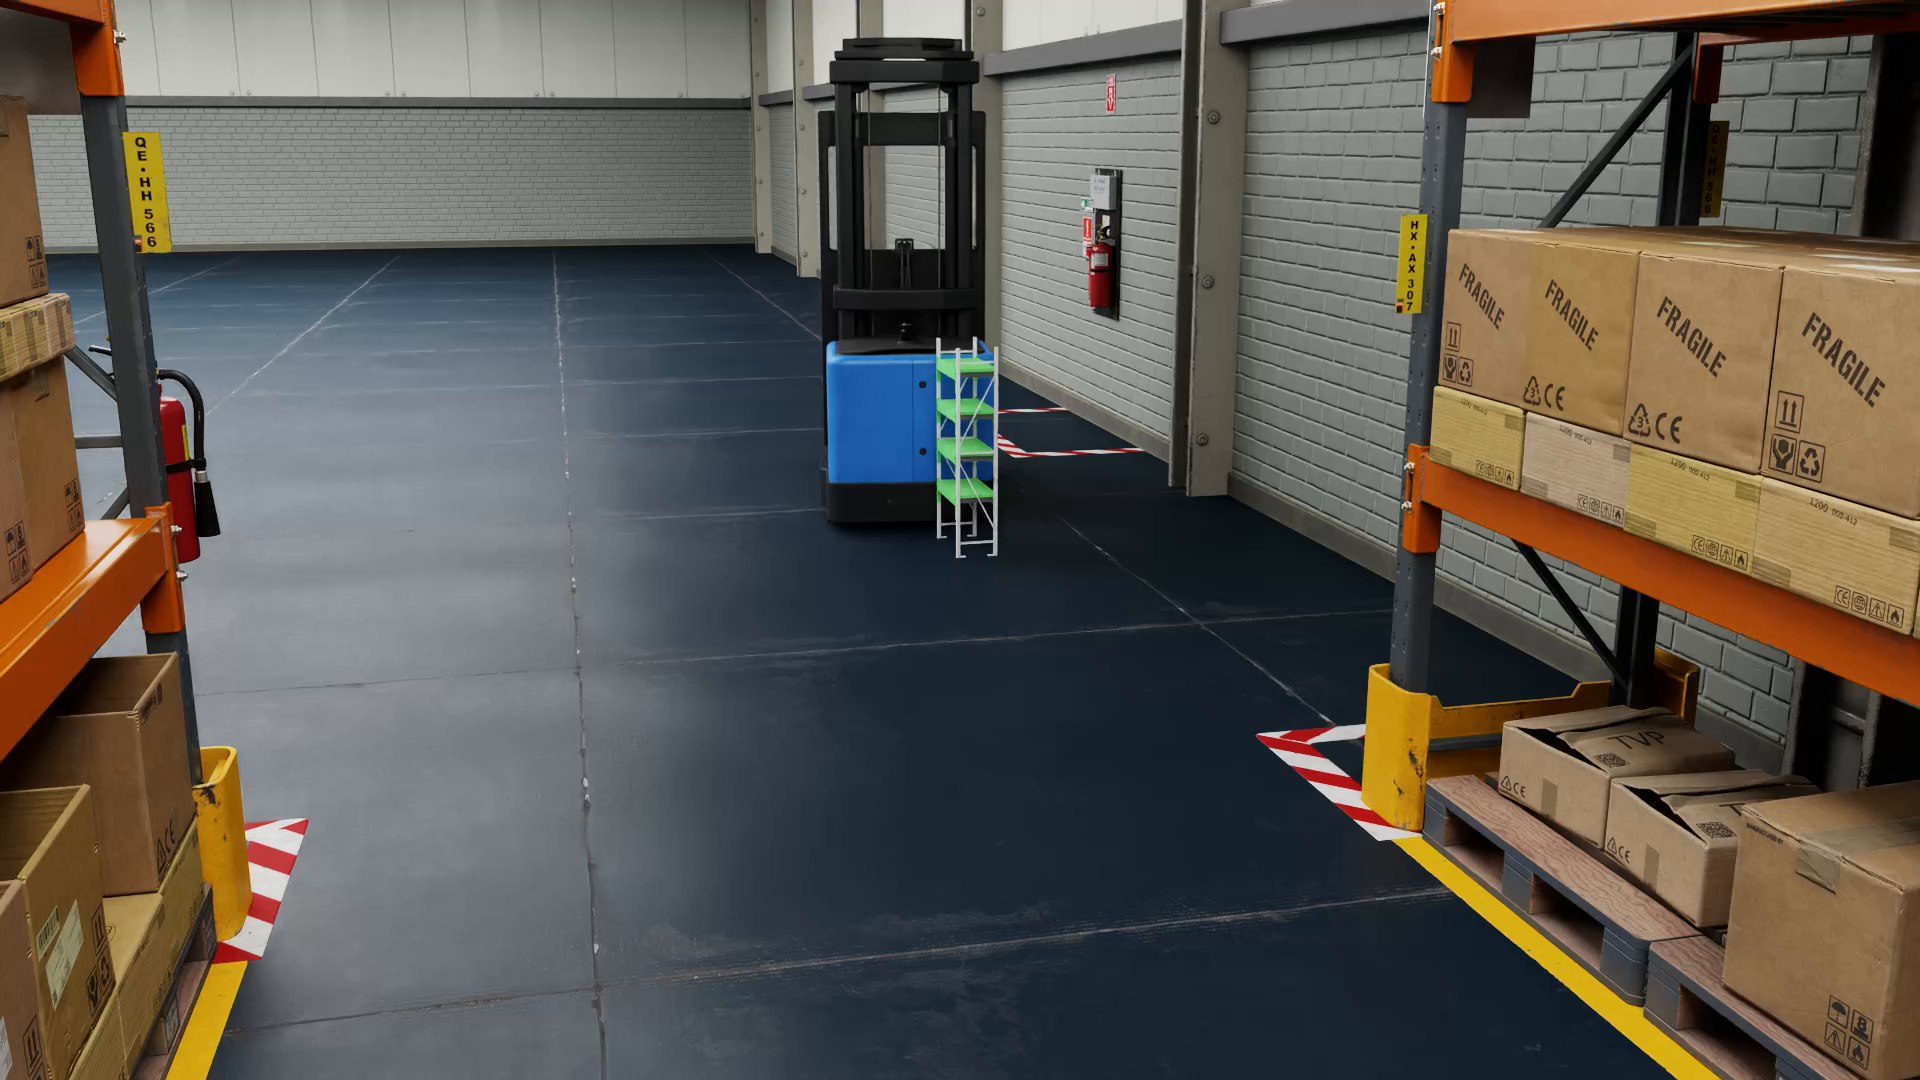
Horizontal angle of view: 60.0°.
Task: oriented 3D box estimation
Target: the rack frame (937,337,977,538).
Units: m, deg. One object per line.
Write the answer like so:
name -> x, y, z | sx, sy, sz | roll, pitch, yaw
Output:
rack frame -> -0.018, -0.601, 9.859 | 0.240, 1.200, 0.015 | -3, 14, -13

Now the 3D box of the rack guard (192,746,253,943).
rack guard -> -2.782, 0.955, 4.965 | 1.175, 0.500, 0.348 | -3, 14, -13

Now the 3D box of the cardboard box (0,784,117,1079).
cardboard box -> -2.112, 0.851, 3.454 | 0.500, 0.500, 0.500 | -3, 14, -13

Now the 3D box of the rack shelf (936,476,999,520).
rack shelf -> 0.039, -0.249, 9.700 | 0.258, 0.148, 0.480 | -3, 14, -13

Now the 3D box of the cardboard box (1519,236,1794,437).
cardboard box -> 1.964, -0.591, 4.718 | 0.500, 0.500, 0.500 | -3, 14, -13

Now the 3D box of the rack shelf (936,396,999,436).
rack shelf -> 0.039, -0.716, 9.587 | 0.258, 0.148, 0.480 | -3, 14, -13

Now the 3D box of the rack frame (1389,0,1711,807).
rack frame -> 2.038, -0.531, 5.780 | 1.000, 3.000, 0.127 | -3, 14, -13

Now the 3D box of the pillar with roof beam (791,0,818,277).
pillar with roof beam -> -6.778, -8.629, 26.284 | 9.100, 9.000, 0.400 | -3, 14, -13

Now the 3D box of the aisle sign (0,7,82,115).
aisle sign -> -2.506, -1.548, 4.466 | 0.394, 0.787, 0.004 | -3, 14, -13

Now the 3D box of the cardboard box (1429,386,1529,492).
cardboard box -> 1.844, -0.337, 5.262 | 0.500, 0.250, 0.500 | -4, 14, -15

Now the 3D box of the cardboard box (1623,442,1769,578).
cardboard box -> 2.093, -0.101, 4.292 | 0.500, 0.250, 0.500 | -4, 14, -14

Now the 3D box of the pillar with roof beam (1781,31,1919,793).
pillar with roof beam -> -1.142, -3.092, 3.622 | 9.100, 9.000, 0.400 | -3, 14, -13

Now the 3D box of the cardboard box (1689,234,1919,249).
cardboard box -> 2.464, -0.618, 4.832 | 0.500, 0.500, 0.500 | -3, 14, -12

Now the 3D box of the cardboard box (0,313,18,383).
cardboard box -> -2.379, -0.421, 3.751 | 0.380, 0.149, 0.250 | -3, 14, -14

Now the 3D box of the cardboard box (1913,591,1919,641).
cardboard box -> 2.329, 0.132, 3.340 | 0.500, 0.250, 0.500 | -3, 14, -13

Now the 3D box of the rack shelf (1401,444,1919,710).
rack shelf -> 2.507, 0.280, 3.976 | 1.077, 0.370, 4.000 | -3, 14, -13

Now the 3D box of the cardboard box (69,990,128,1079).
cardboard box -> -2.115, 1.215, 3.542 | 0.500, 0.250, 0.500 | -3, 14, -13

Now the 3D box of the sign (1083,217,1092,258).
sign -> 1.061, -2.525, 13.865 | 0.001, 0.329, 0.234 | -3, 14, -13

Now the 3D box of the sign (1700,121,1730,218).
sign -> 2.582, -1.273, 5.712 | 0.100, 0.325, 0.005 | -3, 14, -13

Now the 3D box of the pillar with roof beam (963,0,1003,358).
pillar with roof beam -> -3.960, -5.860, 14.953 | 9.100, 9.000, 0.400 | -3, 14, -13

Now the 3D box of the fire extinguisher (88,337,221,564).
fire extinguisher -> -2.353, -0.269, 4.873 | 0.296, 0.674, 0.183 | -3, 14, -13

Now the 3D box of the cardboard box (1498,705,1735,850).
cardboard box -> 2.113, 0.726, 5.373 | 0.500, 0.311, 0.500 | -5, 15, -20

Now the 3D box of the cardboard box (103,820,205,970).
cardboard box -> -2.363, 0.985, 4.483 | 0.500, 0.250, 0.500 | -3, 14, -13

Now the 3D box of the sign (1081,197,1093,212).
sign -> 1.053, -2.780, 13.796 | 0.001, 0.109, 0.331 | -3, 14, -13

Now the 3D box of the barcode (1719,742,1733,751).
barcode -> 2.506, 0.704, 5.446 | 0.001, 0.075, 0.075 | -3, 14, -13

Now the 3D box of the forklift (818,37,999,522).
forklift -> -0.396, -1.826, 11.224 | 1.130, 2.935, 3.031 | -1, 14, -4

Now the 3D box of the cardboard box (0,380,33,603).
cardboard box -> -2.551, -0.073, 3.696 | 0.700, 0.500, 0.500 | -3, 14, -12

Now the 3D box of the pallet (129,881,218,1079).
pallet -> -2.556, 1.275, 4.264 | 1.003, 0.211, 1.213 | -3, 14, -13

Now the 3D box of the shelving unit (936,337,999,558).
shelving unit -> 0.039, -0.545, 9.628 | 0.258, 1.200, 0.503 | -3, 14, -13

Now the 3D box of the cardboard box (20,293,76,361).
cardboard box -> -2.502, -0.540, 4.240 | 0.380, 0.149, 0.250 | -4, 14, -14

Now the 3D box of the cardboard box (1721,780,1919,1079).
cardboard box -> 2.370, 0.938, 4.108 | 0.700, 0.500, 0.500 | -4, 14, -17

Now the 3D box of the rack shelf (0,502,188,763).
rack shelf -> -2.307, 0.557, 2.843 | 1.077, 0.370, 4.000 | -3, 14, -13

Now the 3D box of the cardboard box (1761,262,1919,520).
cardboard box -> 2.212, -0.353, 3.744 | 0.500, 0.500, 0.500 | -3, 14, -11
